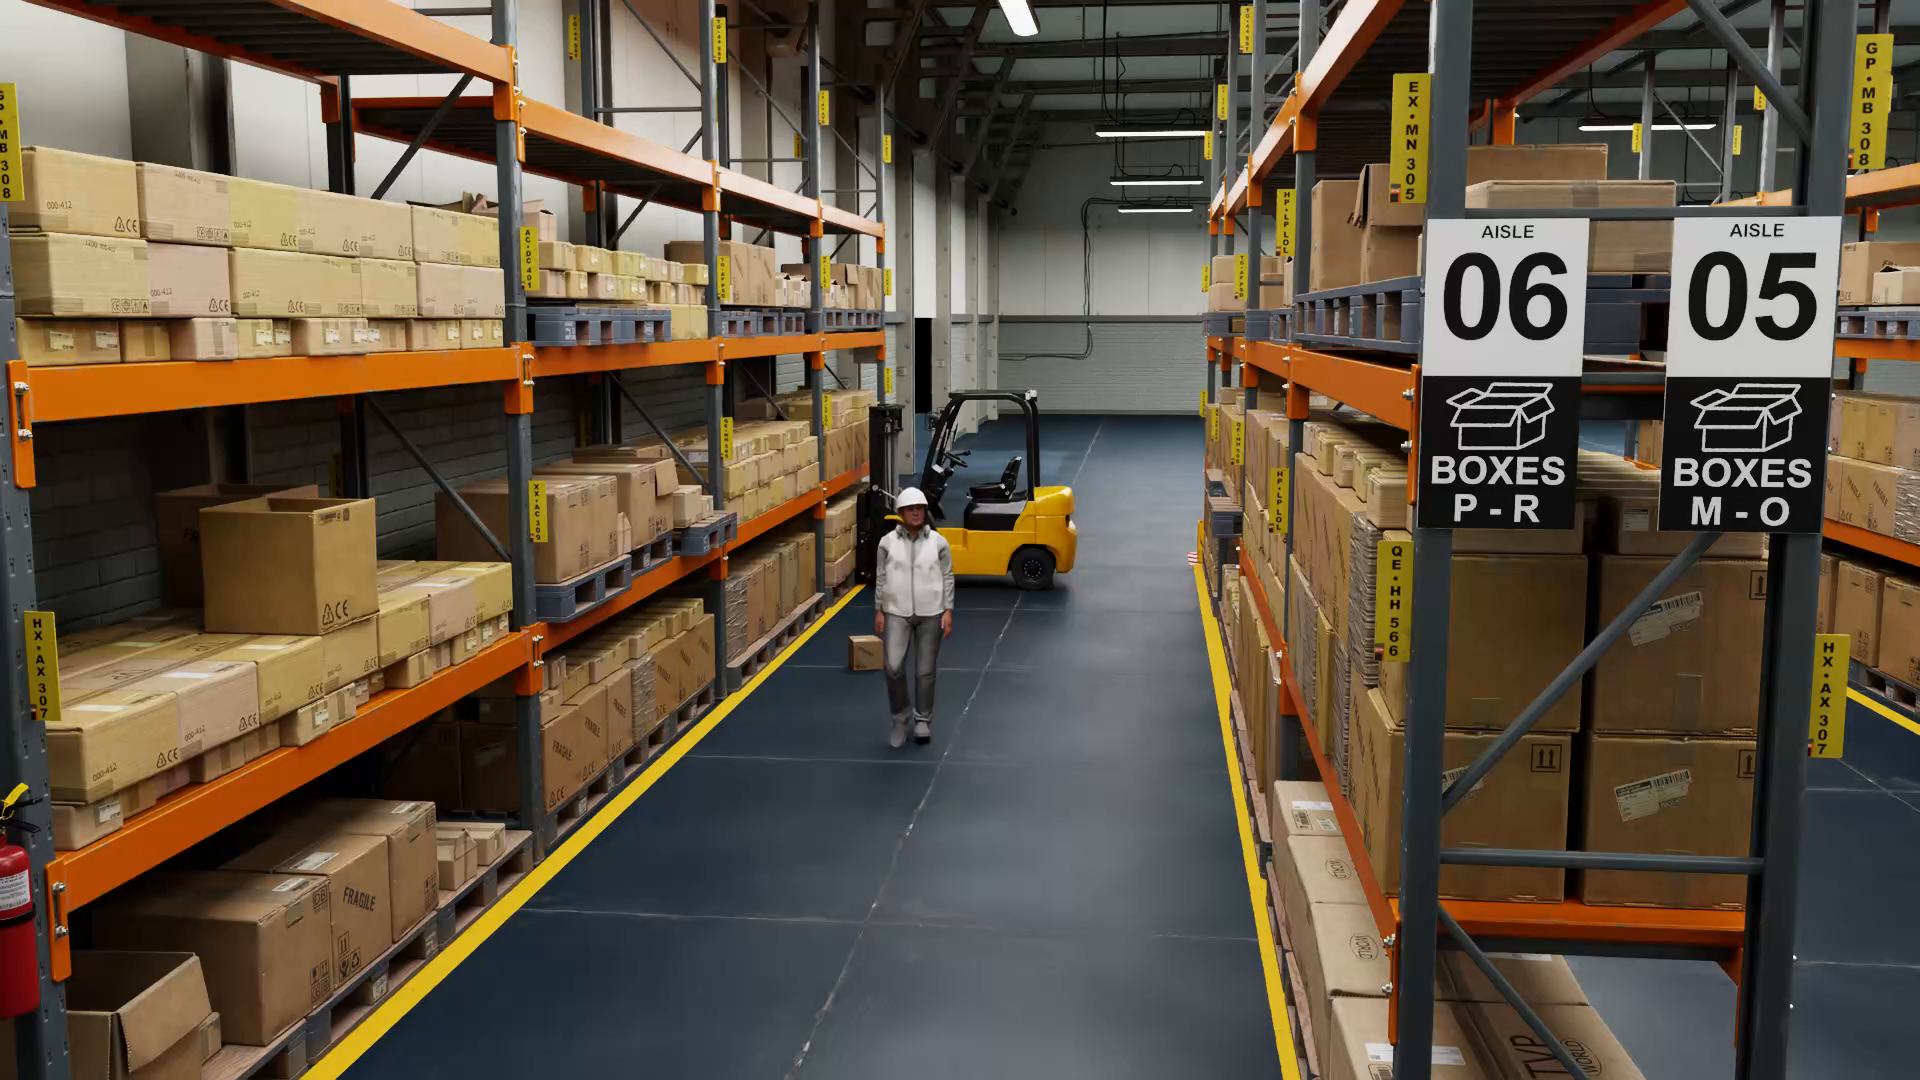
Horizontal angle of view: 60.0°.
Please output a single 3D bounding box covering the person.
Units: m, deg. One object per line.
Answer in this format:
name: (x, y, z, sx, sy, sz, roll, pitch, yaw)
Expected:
person: (-0.315, 0.548, 11.582, 0.567, 1.817, 0.515, 0, 8, -2)
